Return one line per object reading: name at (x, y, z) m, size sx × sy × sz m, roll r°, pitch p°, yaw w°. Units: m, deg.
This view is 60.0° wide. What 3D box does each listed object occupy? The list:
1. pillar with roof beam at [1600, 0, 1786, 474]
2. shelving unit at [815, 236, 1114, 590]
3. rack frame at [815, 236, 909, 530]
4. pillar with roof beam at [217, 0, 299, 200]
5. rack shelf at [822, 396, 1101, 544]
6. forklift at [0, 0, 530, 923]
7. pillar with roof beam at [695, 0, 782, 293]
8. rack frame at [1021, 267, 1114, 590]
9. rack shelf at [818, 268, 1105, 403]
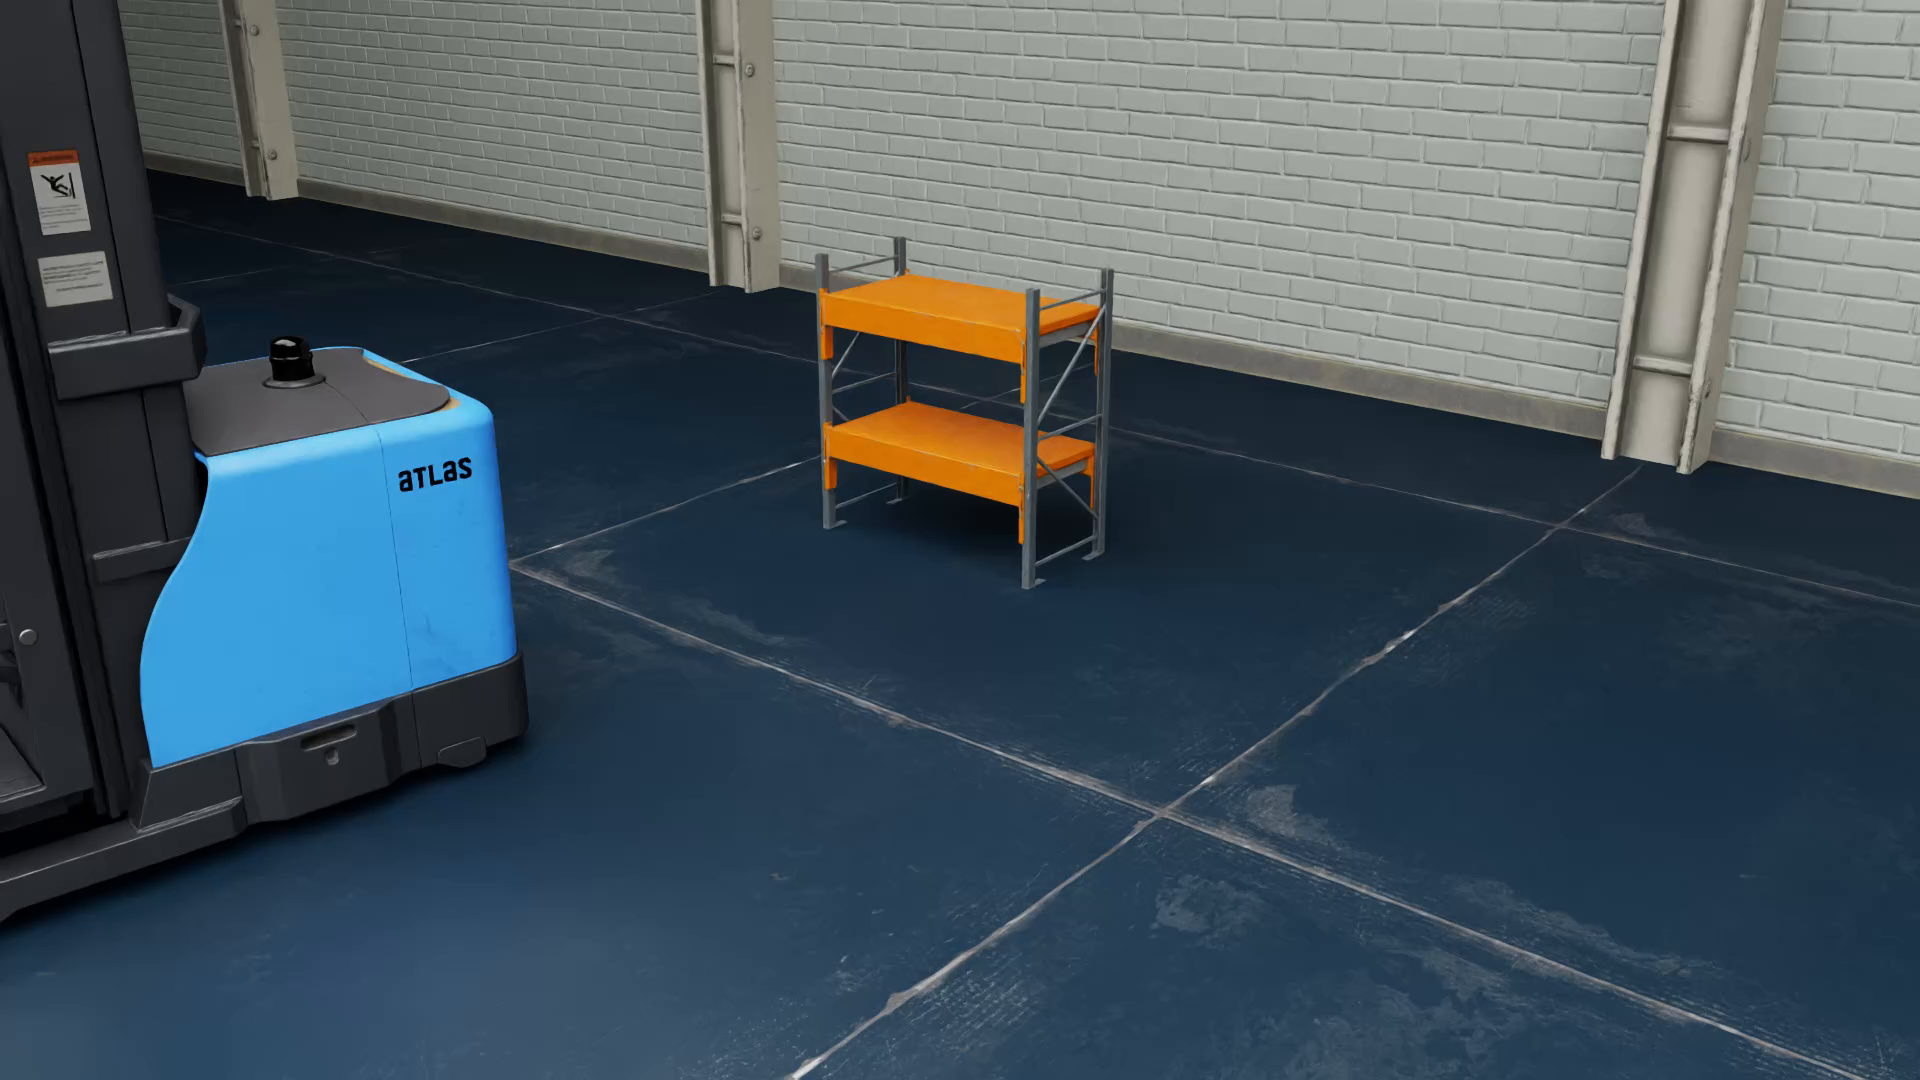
pillar with roof beam at (0.484, -3.413, 2.964) m, size 0.400 × 9.000 × 9.100 m, roll 16°, pitch 26°, yaw 36°
shelving unit at (0.005, -0.525, 6.466) m, size 1.048 × 1.125 × 0.538 m, roll 16°, pitch 26°, yaw 36°
rack frame at (-0.389, -0.638, 6.766) m, size 0.032 × 1.125 × 0.500 m, roll 16°, pitch 26°, yaw 36°
pillar with roof beam at (-8.813, -6.090, 10.064) m, size 0.400 × 9.000 × 9.100 m, roll 16°, pitch 26°, yaw 36°
rack shelf at (0.005, -0.296, 6.552) m, size 1.000 × 0.278 × 0.538 m, roll 16°, pitch 26°, yaw 36°
forklift at (-2.733, -0.528, 3.915) m, size 3.031 × 2.935 × 1.130 m, roll -17°, pitch 27°, yaw -38°
pillar with roof beam at (-4.164, -4.751, 6.514) m, size 0.400 × 9.000 × 9.100 m, roll 16°, pitch 26°, yaw 36°
rack frame at (0.399, -0.411, 6.165) m, size 0.032 × 1.125 × 0.500 m, roll 16°, pitch 26°, yaw 36°
rack shelf at (0.005, -0.799, 6.362) m, size 1.000 × 0.278 × 0.538 m, roll 16°, pitch 26°, yaw 36°
